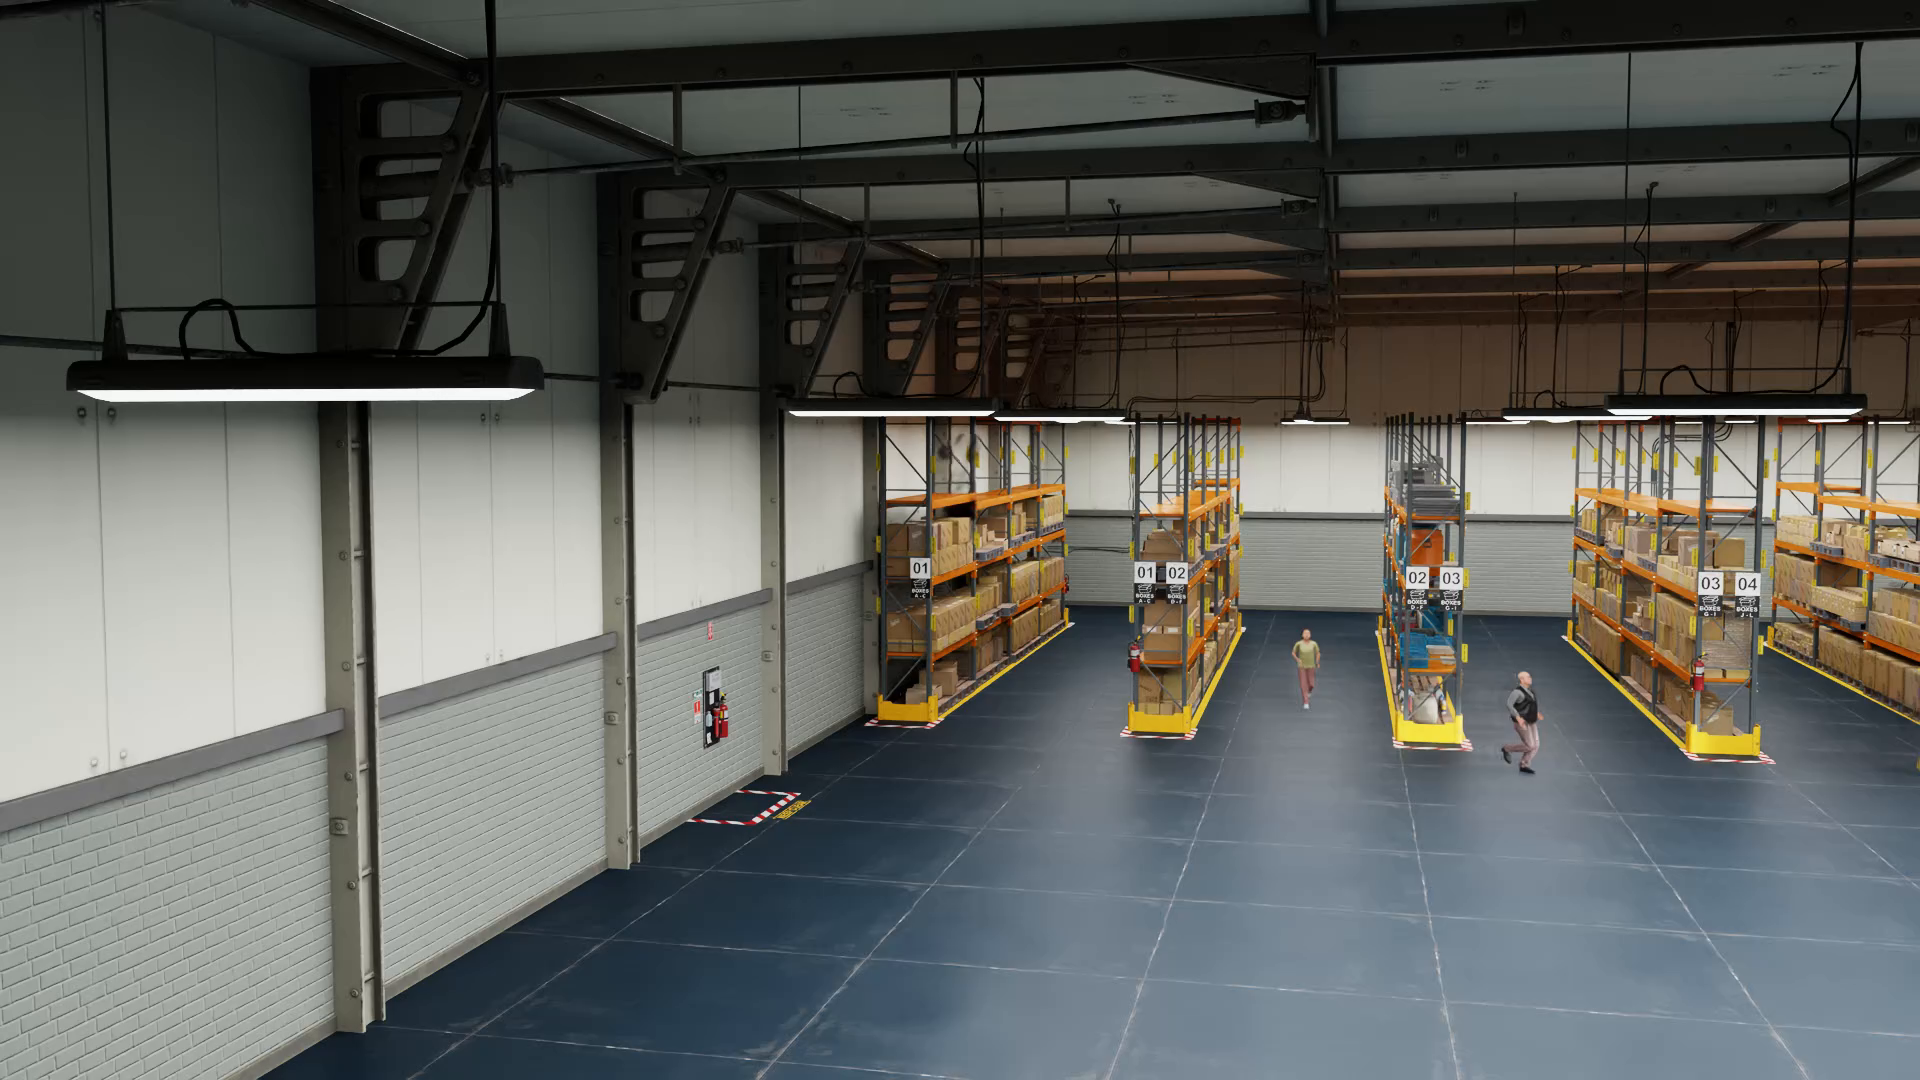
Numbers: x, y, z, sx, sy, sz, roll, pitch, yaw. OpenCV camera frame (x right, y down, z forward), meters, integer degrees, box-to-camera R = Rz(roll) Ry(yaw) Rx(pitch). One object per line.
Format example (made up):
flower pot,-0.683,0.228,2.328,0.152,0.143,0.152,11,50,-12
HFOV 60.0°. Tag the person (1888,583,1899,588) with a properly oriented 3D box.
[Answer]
person,23.517,1.993,41.893,0.641,1.811,0.915,-1,4,-15

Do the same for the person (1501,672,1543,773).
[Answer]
person,9.353,3.027,27.646,0.672,1.677,0.589,-4,5,-43

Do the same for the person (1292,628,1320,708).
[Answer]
person,7.091,2.614,34.069,0.582,1.630,0.566,0,4,6
